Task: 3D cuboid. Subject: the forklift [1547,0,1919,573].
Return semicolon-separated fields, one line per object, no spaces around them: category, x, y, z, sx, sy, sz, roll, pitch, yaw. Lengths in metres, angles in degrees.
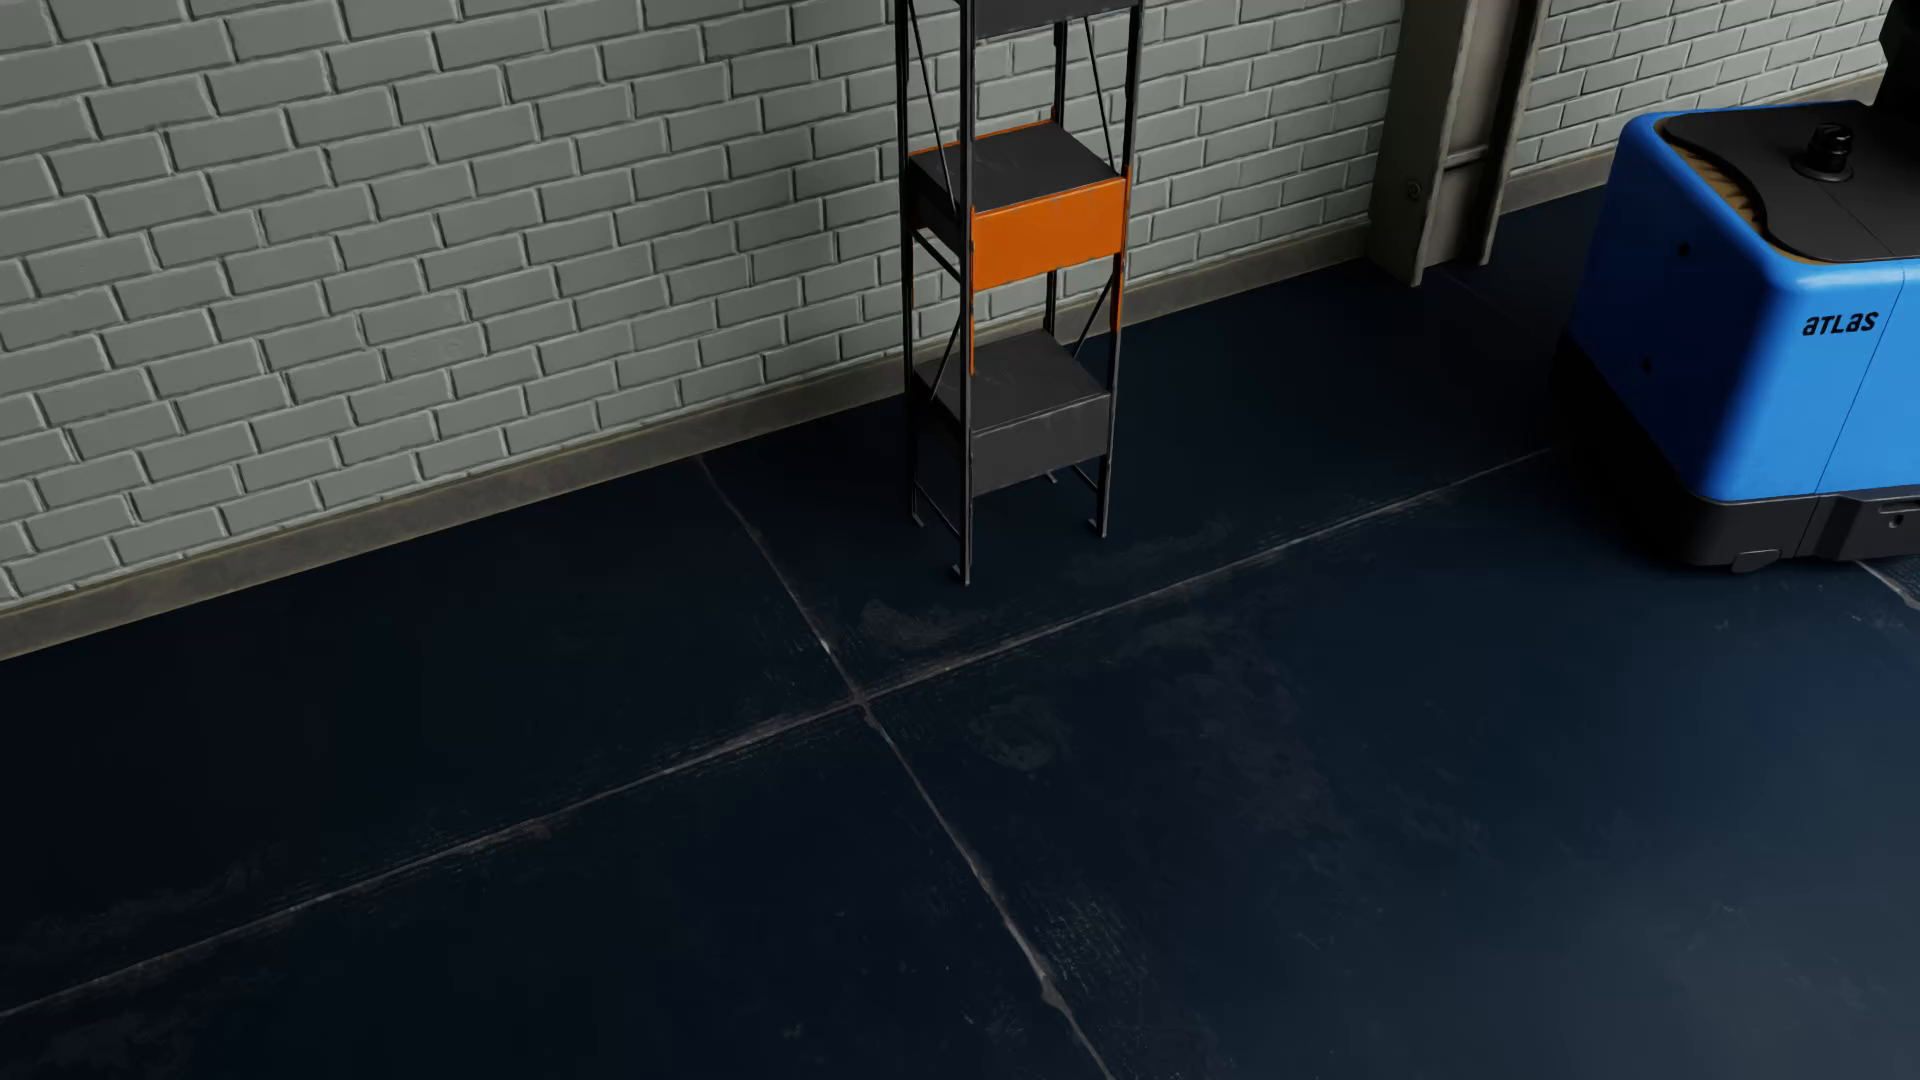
forklift;3.594;-1.449;4.693;3.031;2.935;1.130;-5;41;-6

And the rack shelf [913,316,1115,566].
rack shelf;0.147;-0.306;5.091;0.480;0.518;0.431;-19;44;-21

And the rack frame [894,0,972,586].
rack frame;-0.070;-0.778;4.544;0.015;2.100;0.400;-19;44;-21

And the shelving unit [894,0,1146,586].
shelving unit;0.147;-0.851;4.630;0.503;2.100;0.431;-19;44;-21

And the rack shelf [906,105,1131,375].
rack shelf;0.147;-0.840;4.639;0.480;0.518;0.431;-19;44;-21

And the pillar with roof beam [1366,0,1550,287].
pillar with roof beam;3.824;-2.087;0.750;0.400;9.000;9.100;-19;44;-21

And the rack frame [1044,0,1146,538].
rack frame;0.363;-0.924;4.716;0.015;2.100;0.400;-19;44;-21

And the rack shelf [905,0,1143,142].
rack shelf;0.147;-1.375;4.187;0.480;0.518;0.431;-19;44;-21
